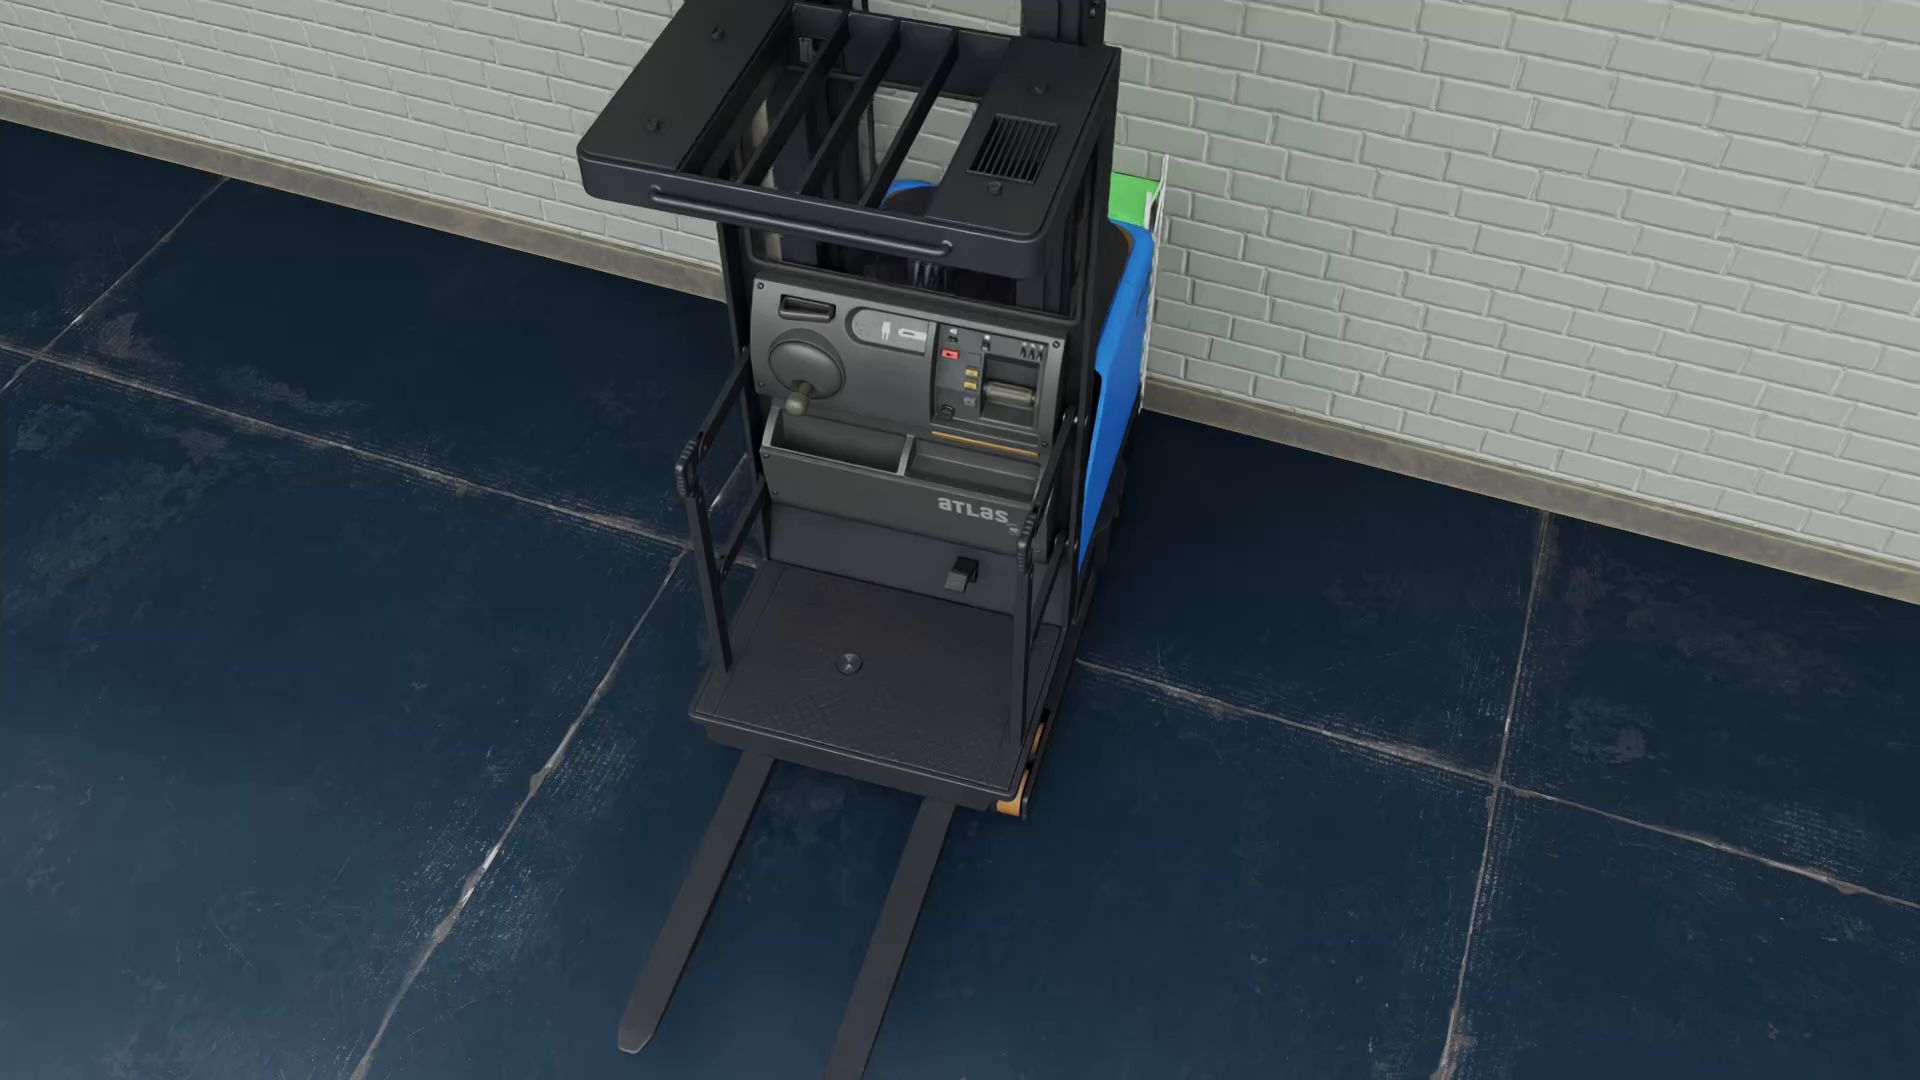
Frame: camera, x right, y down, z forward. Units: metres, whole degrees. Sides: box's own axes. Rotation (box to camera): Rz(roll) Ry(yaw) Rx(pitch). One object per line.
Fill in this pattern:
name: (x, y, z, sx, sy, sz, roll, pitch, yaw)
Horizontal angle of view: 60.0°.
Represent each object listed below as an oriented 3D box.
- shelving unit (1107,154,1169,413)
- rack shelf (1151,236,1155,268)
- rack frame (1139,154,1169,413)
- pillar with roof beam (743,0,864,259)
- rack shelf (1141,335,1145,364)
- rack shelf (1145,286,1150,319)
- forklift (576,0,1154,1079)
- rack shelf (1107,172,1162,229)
shelving unit: (0.457, -0.923, 6.244, 0.503, 1.200, 0.258, 15, 50, 13)
rack shelf: (0.456, -1.041, 6.113, 0.480, 0.148, 0.258, 15, 50, 13)
rack frame: (0.686, -0.863, 6.188, 0.015, 1.200, 0.240, 15, 50, 13)
pillar with roof beam: (-2.104, -0.710, 0.910, 0.400, 9.000, 9.100, 16, 51, 13)
rack shelf: (0.458, -0.719, 6.468, 0.480, 0.148, 0.258, 15, 50, 13)
rack shelf: (0.457, -0.880, 6.291, 0.480, 0.148, 0.258, 15, 50, 13)
forklift: (-0.219, -0.399, 4.656, 1.130, 2.935, 3.031, 13, 50, 11)
rack shelf: (0.455, -1.203, 5.935, 0.480, 0.148, 0.258, 15, 50, 13)
